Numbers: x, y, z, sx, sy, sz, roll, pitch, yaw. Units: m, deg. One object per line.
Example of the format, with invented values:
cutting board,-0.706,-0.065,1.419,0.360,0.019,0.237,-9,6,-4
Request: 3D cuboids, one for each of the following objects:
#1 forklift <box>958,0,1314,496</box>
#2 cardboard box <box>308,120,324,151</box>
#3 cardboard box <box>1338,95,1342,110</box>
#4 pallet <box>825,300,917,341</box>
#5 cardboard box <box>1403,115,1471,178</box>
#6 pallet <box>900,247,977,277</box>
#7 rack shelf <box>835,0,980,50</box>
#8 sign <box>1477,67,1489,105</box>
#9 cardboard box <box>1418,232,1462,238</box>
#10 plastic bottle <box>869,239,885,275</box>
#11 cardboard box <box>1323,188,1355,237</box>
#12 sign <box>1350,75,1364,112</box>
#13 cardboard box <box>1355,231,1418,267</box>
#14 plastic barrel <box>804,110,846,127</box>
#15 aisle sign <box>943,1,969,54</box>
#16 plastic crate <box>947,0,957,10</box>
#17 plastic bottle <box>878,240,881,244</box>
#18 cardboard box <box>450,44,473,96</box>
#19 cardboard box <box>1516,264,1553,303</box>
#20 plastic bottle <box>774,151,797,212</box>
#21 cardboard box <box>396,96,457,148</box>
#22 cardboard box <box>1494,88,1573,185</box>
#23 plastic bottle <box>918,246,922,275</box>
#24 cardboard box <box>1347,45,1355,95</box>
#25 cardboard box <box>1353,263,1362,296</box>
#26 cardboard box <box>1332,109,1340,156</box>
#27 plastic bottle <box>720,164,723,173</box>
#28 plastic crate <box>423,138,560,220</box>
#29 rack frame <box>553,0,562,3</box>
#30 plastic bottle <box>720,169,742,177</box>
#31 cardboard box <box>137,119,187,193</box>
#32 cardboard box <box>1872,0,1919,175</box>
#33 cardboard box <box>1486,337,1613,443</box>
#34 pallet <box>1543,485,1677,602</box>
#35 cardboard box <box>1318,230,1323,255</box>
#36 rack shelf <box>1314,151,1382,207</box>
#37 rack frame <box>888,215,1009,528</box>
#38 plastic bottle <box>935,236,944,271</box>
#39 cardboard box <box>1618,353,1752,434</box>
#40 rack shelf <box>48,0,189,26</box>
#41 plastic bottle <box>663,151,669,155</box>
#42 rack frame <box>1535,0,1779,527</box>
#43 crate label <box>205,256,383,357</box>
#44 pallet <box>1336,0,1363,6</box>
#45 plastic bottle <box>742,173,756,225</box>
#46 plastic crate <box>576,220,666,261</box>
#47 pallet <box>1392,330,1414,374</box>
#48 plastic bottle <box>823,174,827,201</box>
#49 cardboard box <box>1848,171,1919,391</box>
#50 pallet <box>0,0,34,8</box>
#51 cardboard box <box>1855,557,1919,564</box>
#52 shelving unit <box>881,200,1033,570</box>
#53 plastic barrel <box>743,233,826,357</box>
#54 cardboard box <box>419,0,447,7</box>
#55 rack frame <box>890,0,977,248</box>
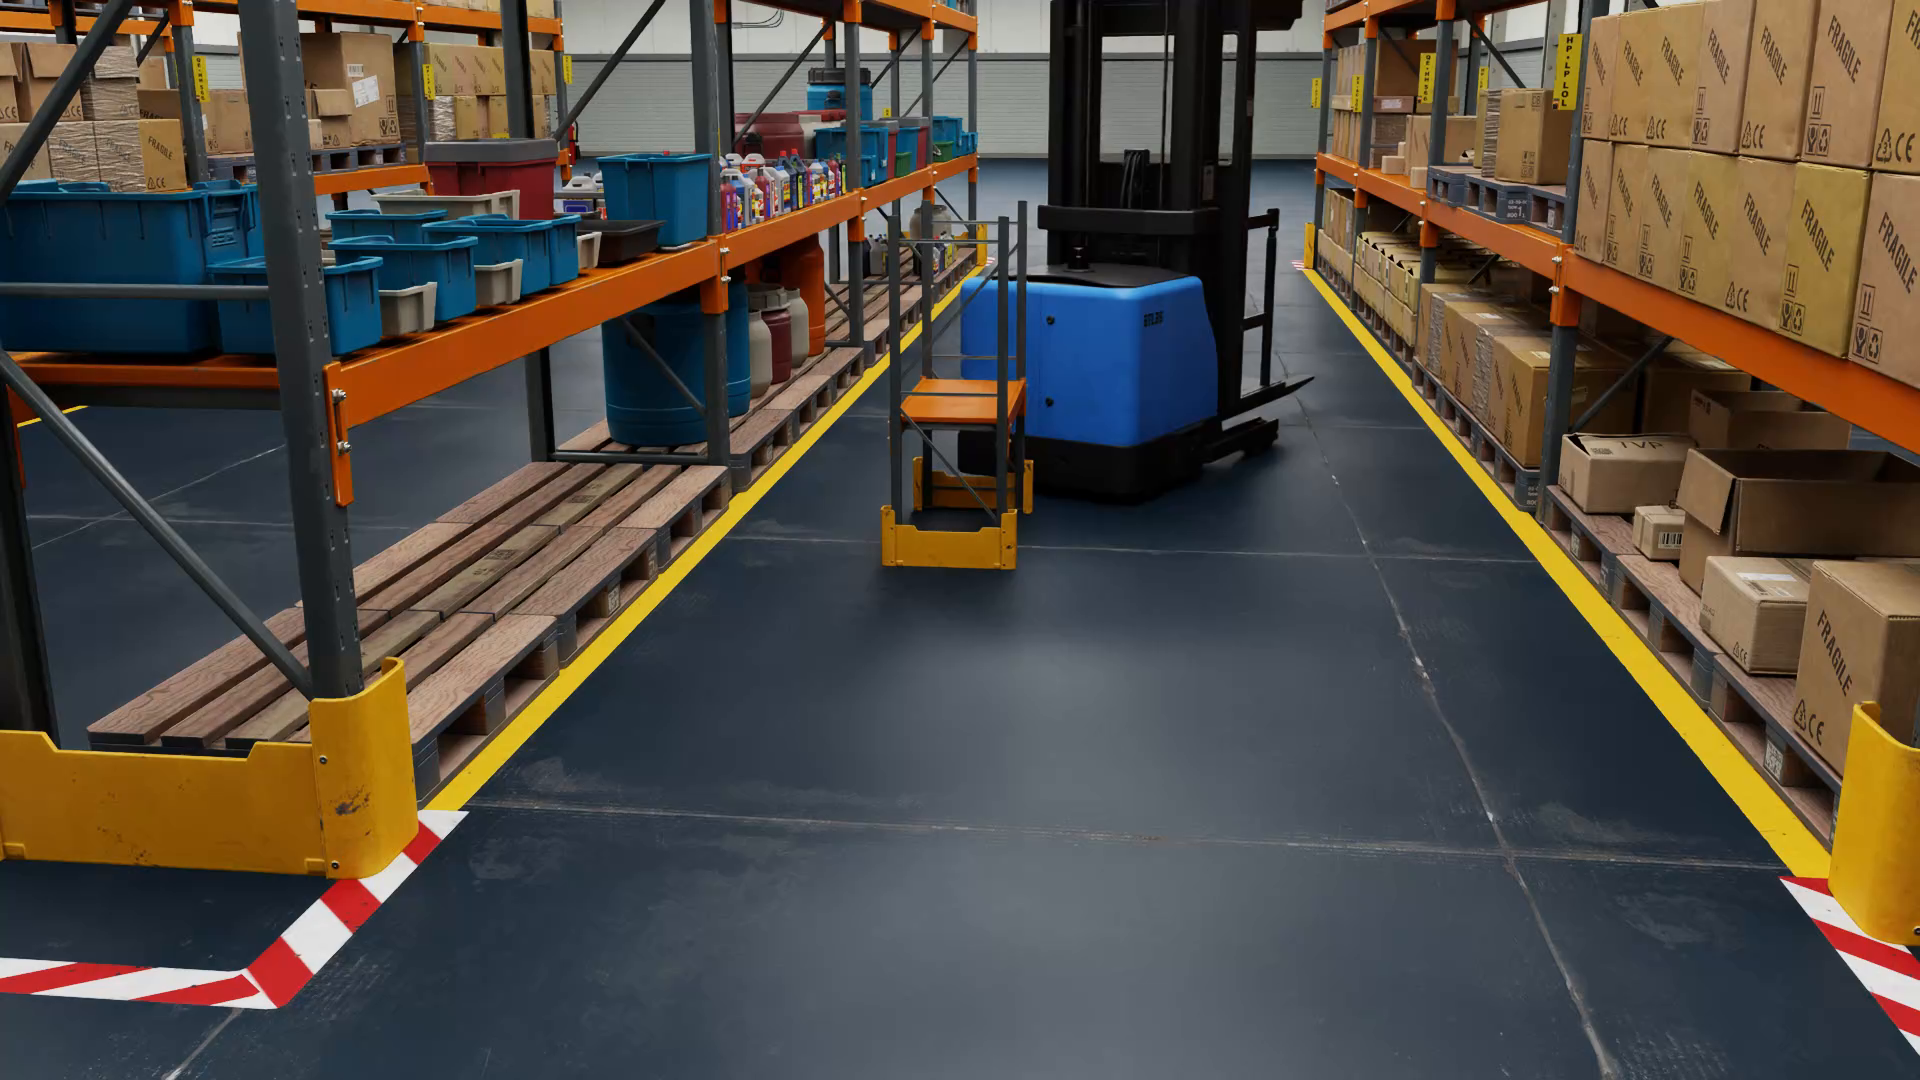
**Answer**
forklift,1.196,-1.967,9.322,1.130,2.935,3.031,9,18,31
cardboard box,-5.713,-3.401,13.978,0.500,0.250,0.500,1,15,5
cardboard box,4.269,-4.693,17.836,0.380,0.149,0.250,1,15,5
pallet,-0.943,-1.867,14.160,1.003,0.211,1.213,2,15,6
cardboard box,4.001,-3.301,13.931,0.500,0.500,0.500,3,15,10
pallet,-0.366,-3.194,19.071,1.003,0.211,1.213,2,15,6
rack shelf,-0.533,-5.354,17.348,1.077,0.370,4.000,2,15,6
sign,4.703,-4.095,14.994,0.100,0.325,0.005,2,15,6
cardboard box,4.402,-2.620,14.995,0.500,0.311,0.500,2,15,6
plastic bottle,-0.829,-2.840,16.649,0.144,0.351,0.185,2,15,6
cardboard box,4.278,-3.600,18.257,0.500,0.500,0.500,2,15,6
sign,3.611,-4.060,15.120,0.100,0.325,0.005,2,15,6
cardboard box,3.869,-2.634,15.046,0.500,0.311,0.500,2,15,6
plastic barrel,-1.167,-3.368,14.112,0.433,0.535,0.433,0,15,0
aisle sign,-0.004,-6.037,19.261,0.394,0.787,0.004,2,15,6
plastic crate,-0.223,-5.709,17.313,0.392,0.384,0.575,2,15,6
plastic bottle,-0.892,-2.983,17.324,0.152,0.276,0.135,2,15,7
cardboard box,-5.321,-4.794,16.968,0.500,0.500,0.500,2,15,6
cardboard box,3.837,-1.654,10.541,0.500,0.250,0.500,2,15,8
plastic bottle,-1.056,-2.137,9.913,0.144,0.351,0.185,2,15,6
cardboard box,-5.567,-4.187,16.640,0.875,0.500,0.500,2,15,6
cardboard box,3.398,-2.224,9.144,0.700,0.500,0.500,-2,15,-8
plastic bottle,-0.383,-2.793,16.607,0.061,0.283,0.133,2,15,6
cardboard box,4.433,-4.898,17.353,0.700,0.500,0.500,2,15,6
cardboard box,3.871,-2.366,15.128,0.500,0.250,0.500,1,15,5
cardboard box,4.549,-4.553,18.561,0.700,0.500,0.500,2,15,6
plastic bottle,-1.612,-2.381,10.969,0.097,0.271,0.097,0,15,0
plastic crate,-2.011,-1.496,7.209,0.402,0.464,0.583,2,15,6
rack frame,-5.228,-7.814,19.320,1.000,3.000,0.127,2,15,6
plastic bottle,-1.277,-1.953,9.377,0.152,0.276,0.135,2,15,6
cardboard box,-5.940,-2.756,11.917,0.500,0.500,0.500,2,15,8
cardboard box,2.586,-1.130,3.988,0.500,0.500,0.500,2,15,6
cardboard box,3.095,-0.783,8.758,0.500,0.500,0.500,2,15,6
pallet,3.182,0.011,7.216,1.003,0.211,1.213,2,15,6
cardboard box,4.333,-3.368,18.835,0.500,0.250,0.500,2,15,6
rack shelf,4.389,-3.759,17.196,1.077,0.370,4.000,2,15,6
rack frame,-0.048,-0.614,7.061,0.500,1.500,0.032,2,15,6
plastic bottle,-0.234,-2.914,16.926,0.144,0.351,0.185,1,15,4
cardboard box,3.557,-0.637,8.217,0.500,0.500,0.500,1,15,4
rack shelf,-6.357,-3.425,10.214,1.077,0.370,4.000,2,15,6
plastic bottle,-1.758,-2.170,10.034,0.144,0.351,0.185,2,15,6
rack frame,3.260,-1.513,7.511,1.000,3.000,0.127,2,15,6
crate label,-1.757,-0.625,4.432,0.416,0.233,0.303,2,15,6
pallet,4.374,-5.531,16.792,1.003,0.211,1.213,2,15,6
plastic bottle,-1.149,-1.831,8.933,0.097,0.271,0.097,0,15,0
plastic crate,-1.520,-1.258,6.979,0.437,0.125,0.590,2,15,6
pallet,3.843,-1.417,12.497,1.003,0.211,1.213,2,15,6
plastic bottle,-0.921,-2.319,10.872,0.097,0.201,0.097,0,15,0
cardboard box,2.589,-0.648,4.120,0.500,0.500,0.500,2,15,8
pallet,-10.494,-5.670,17.308,1.003,0.211,1.213,2,15,6
cardboard box,3.265,0.247,5.426,0.500,0.250,0.500,2,15,6
shelving unit,0.009,-0.744,7.539,0.587,1.500,1.083,2,15,6
plastic barrel,-1.248,-1.725,11.648,0.600,0.830,0.708,2,15,6
cardboard box,-5.374,-5.365,16.299,0.500,0.250,0.500,1,15,4
rack frame,-0.307,-4.772,19.564,1.000,3.000,0.127,2,15,6
